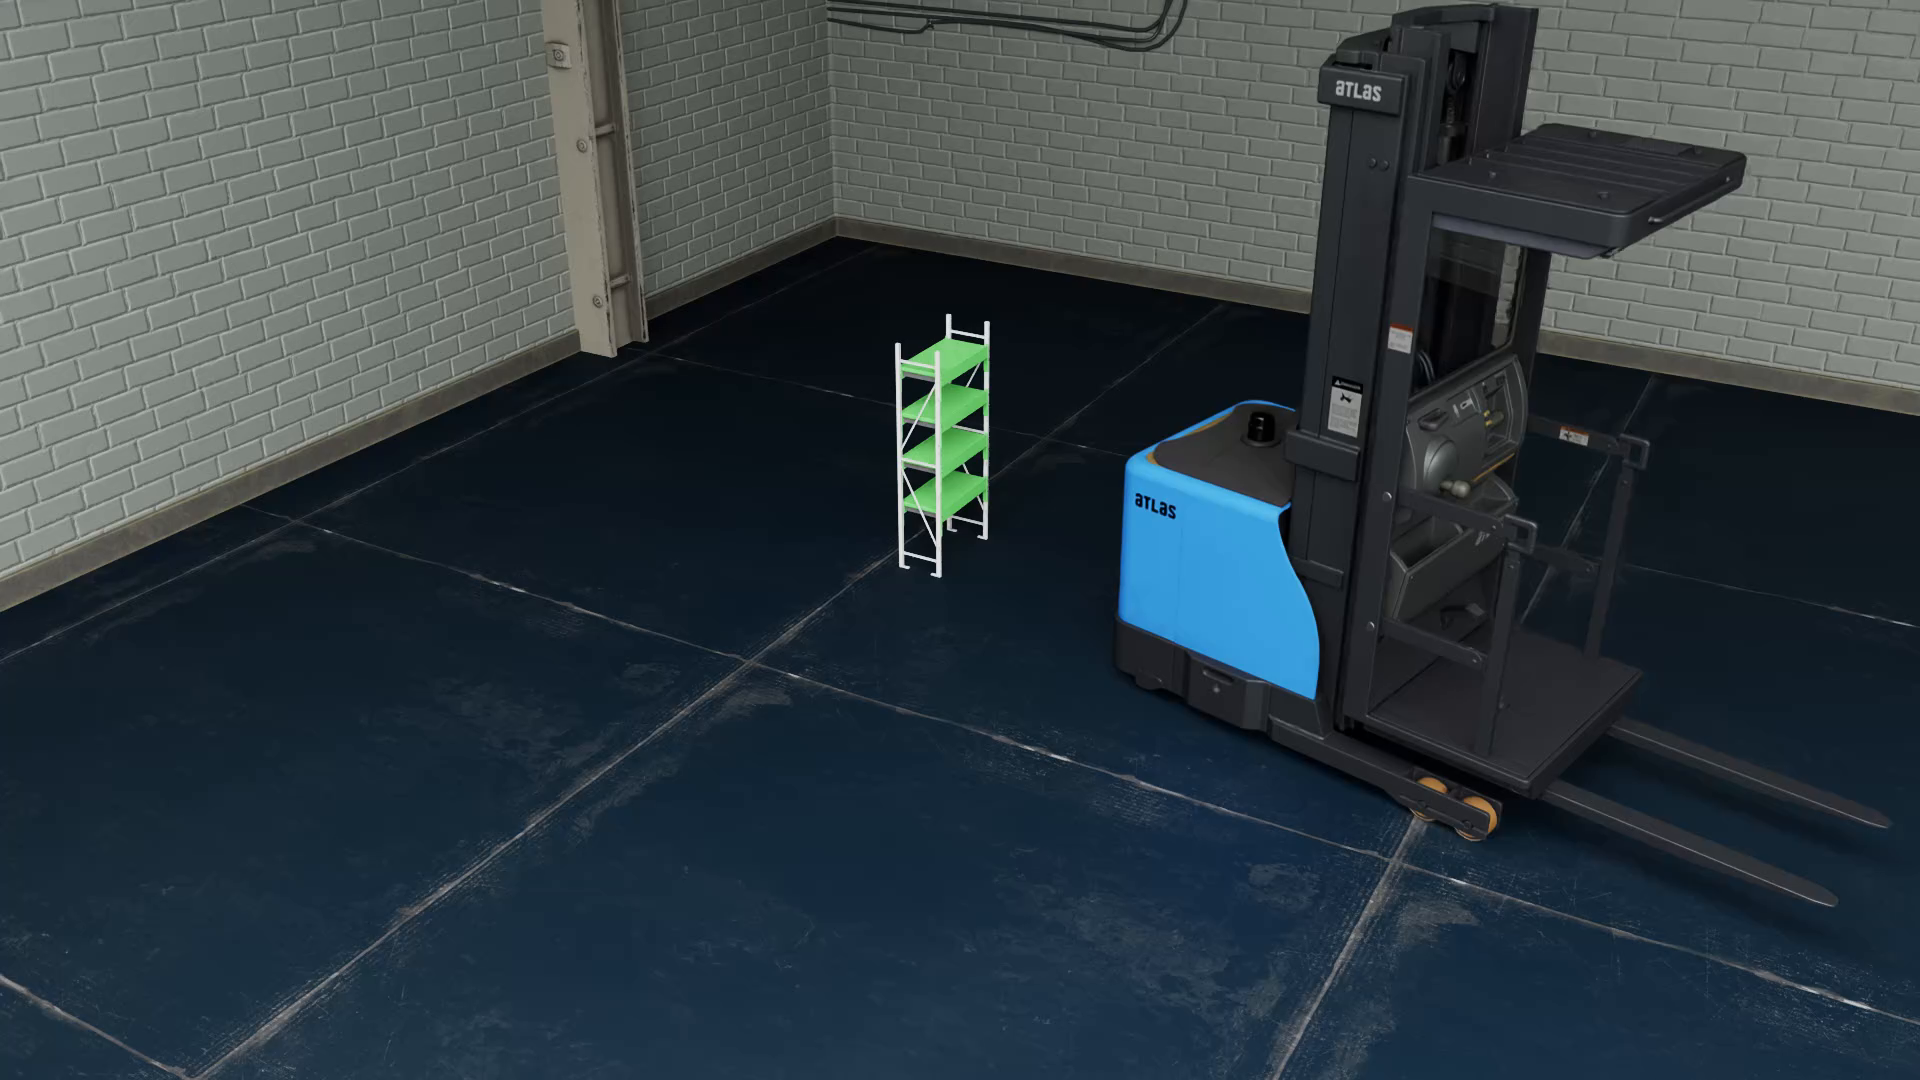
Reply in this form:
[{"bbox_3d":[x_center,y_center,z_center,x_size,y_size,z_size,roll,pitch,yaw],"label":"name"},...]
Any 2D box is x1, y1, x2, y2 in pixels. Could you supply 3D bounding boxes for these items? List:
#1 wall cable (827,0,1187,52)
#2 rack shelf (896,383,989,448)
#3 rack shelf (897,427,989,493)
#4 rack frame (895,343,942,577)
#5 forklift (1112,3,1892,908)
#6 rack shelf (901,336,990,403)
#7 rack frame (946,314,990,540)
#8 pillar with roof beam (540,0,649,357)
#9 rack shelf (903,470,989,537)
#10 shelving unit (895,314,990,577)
[{"bbox_3d":[0.221,-4.832,11.820,3.097,2.526,0.112,14,30,26],"label":"wall cable"},{"bbox_3d":[-0.081,-0.629,8.274,0.258,0.148,0.480,14,30,26],"label":"rack shelf"},{"bbox_3d":[-0.081,-0.415,8.381,0.258,0.148,0.480,14,30,26],"label":"rack shelf"},{"bbox_3d":[-0.201,-0.377,8.163,0.240,1.200,0.015,14,30,26],"label":"rack frame"},{"bbox_3d":[2.115,-0.414,6.302,3.031,2.935,1.130,22,34,37],"label":"forklift"},{"bbox_3d":[-0.081,-0.844,8.166,0.258,0.148,0.480,14,30,26],"label":"rack shelf"},{"bbox_3d":[0.039,-0.567,8.542,0.240,1.200,0.015,14,30,26],"label":"rack frame"},{"bbox_3d":[1.369,-4.416,7.519,9.100,9.000,0.400,14,30,26],"label":"pillar with roof beam"},{"bbox_3d":[-0.081,-0.200,8.489,0.258,0.148,0.480,14,30,26],"label":"rack shelf"},{"bbox_3d":[-0.081,-0.472,8.353,0.258,1.200,0.503,14,30,26],"label":"shelving unit"}]
